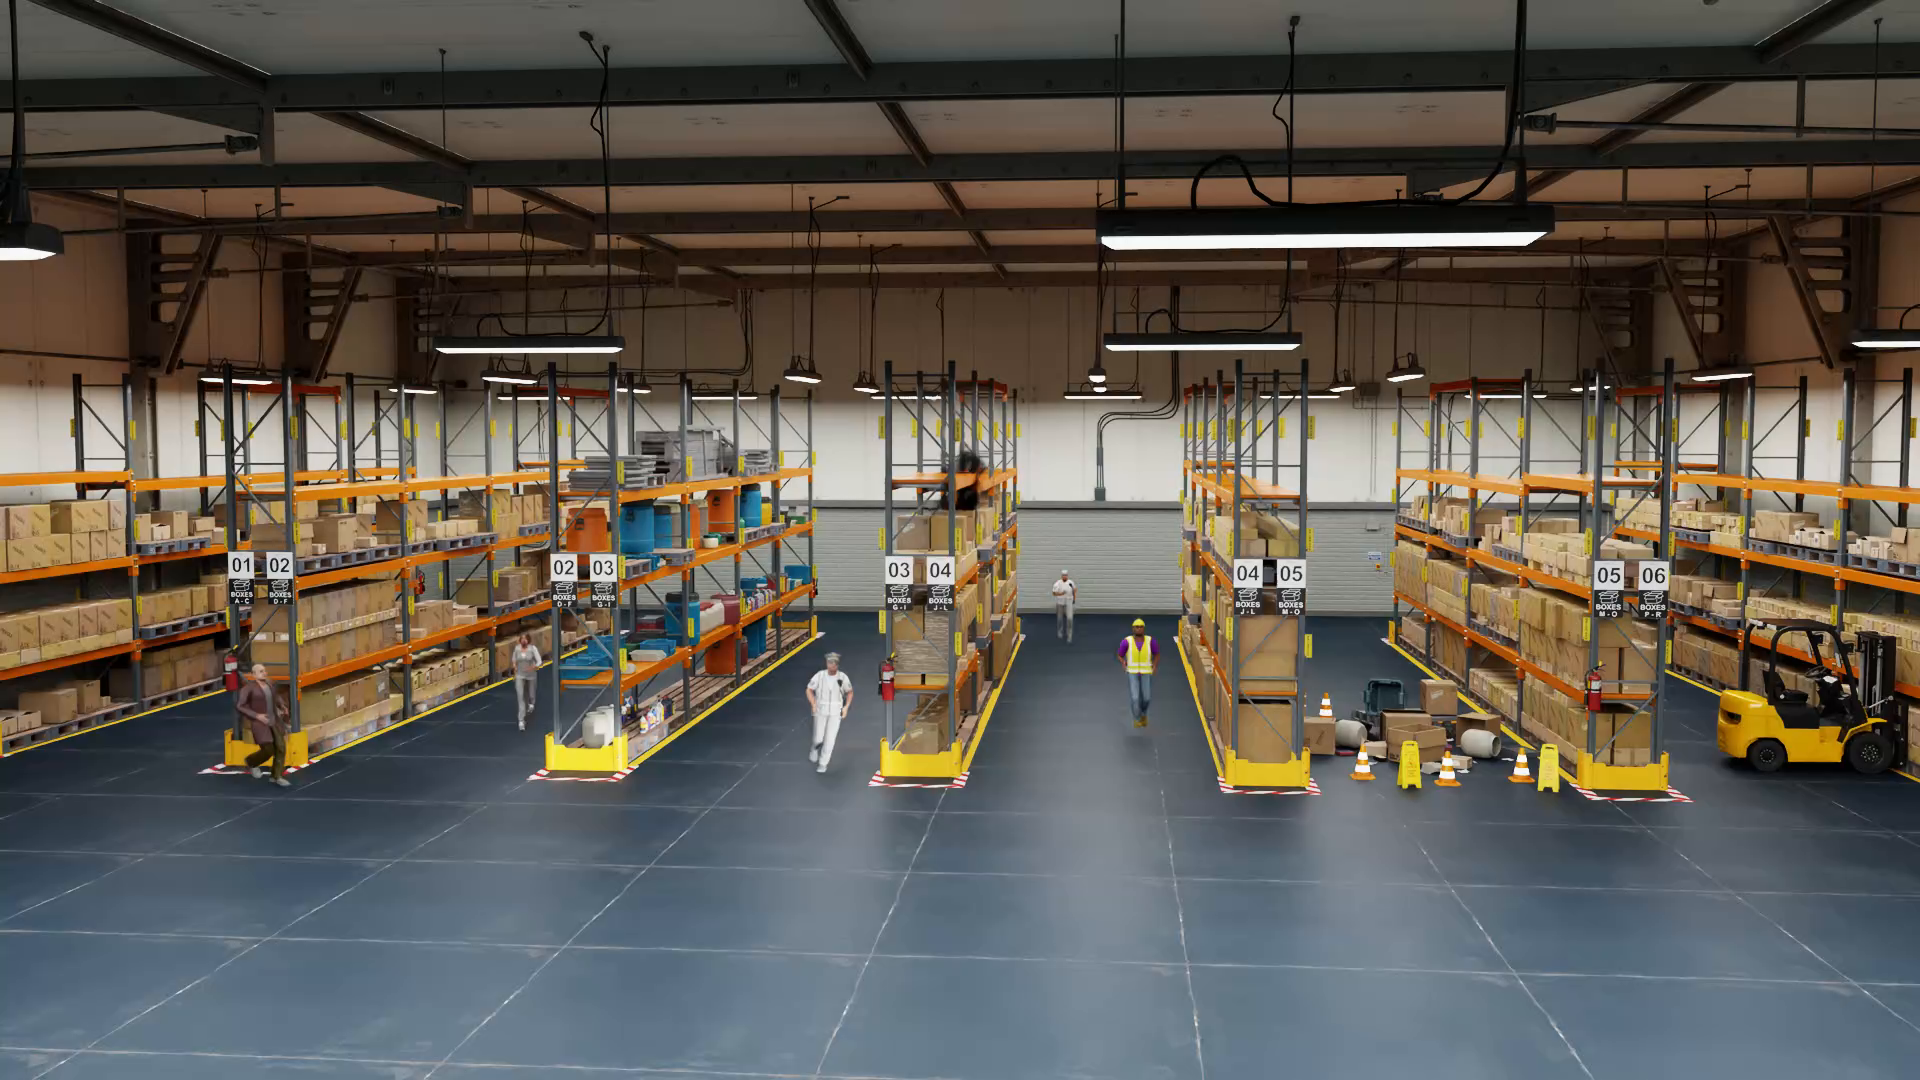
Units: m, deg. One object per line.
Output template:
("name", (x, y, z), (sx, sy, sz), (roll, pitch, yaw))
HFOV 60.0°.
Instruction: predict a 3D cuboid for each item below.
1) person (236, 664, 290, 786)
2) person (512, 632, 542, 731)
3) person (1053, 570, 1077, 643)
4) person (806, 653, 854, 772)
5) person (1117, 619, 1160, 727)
("person", (-9.883, 2.611, 23.492), (0.776, 1.742, 0.753), (2, 4, 24))
("person", (-7.354, 2.356, 28.258), (0.506, 1.599, 1.035), (-1, 4, -11))
("person", (2.496, 1.567, 39.595), (0.590, 1.718, 0.862), (0, 4, -1))
("person", (-1.905, 2.500, 24.415), (0.692, 1.728, 0.645), (-1, 4, -10))
("person", (2.843, 2.126, 26.398), (0.695, 1.742, 0.560), (0, 4, 2))
